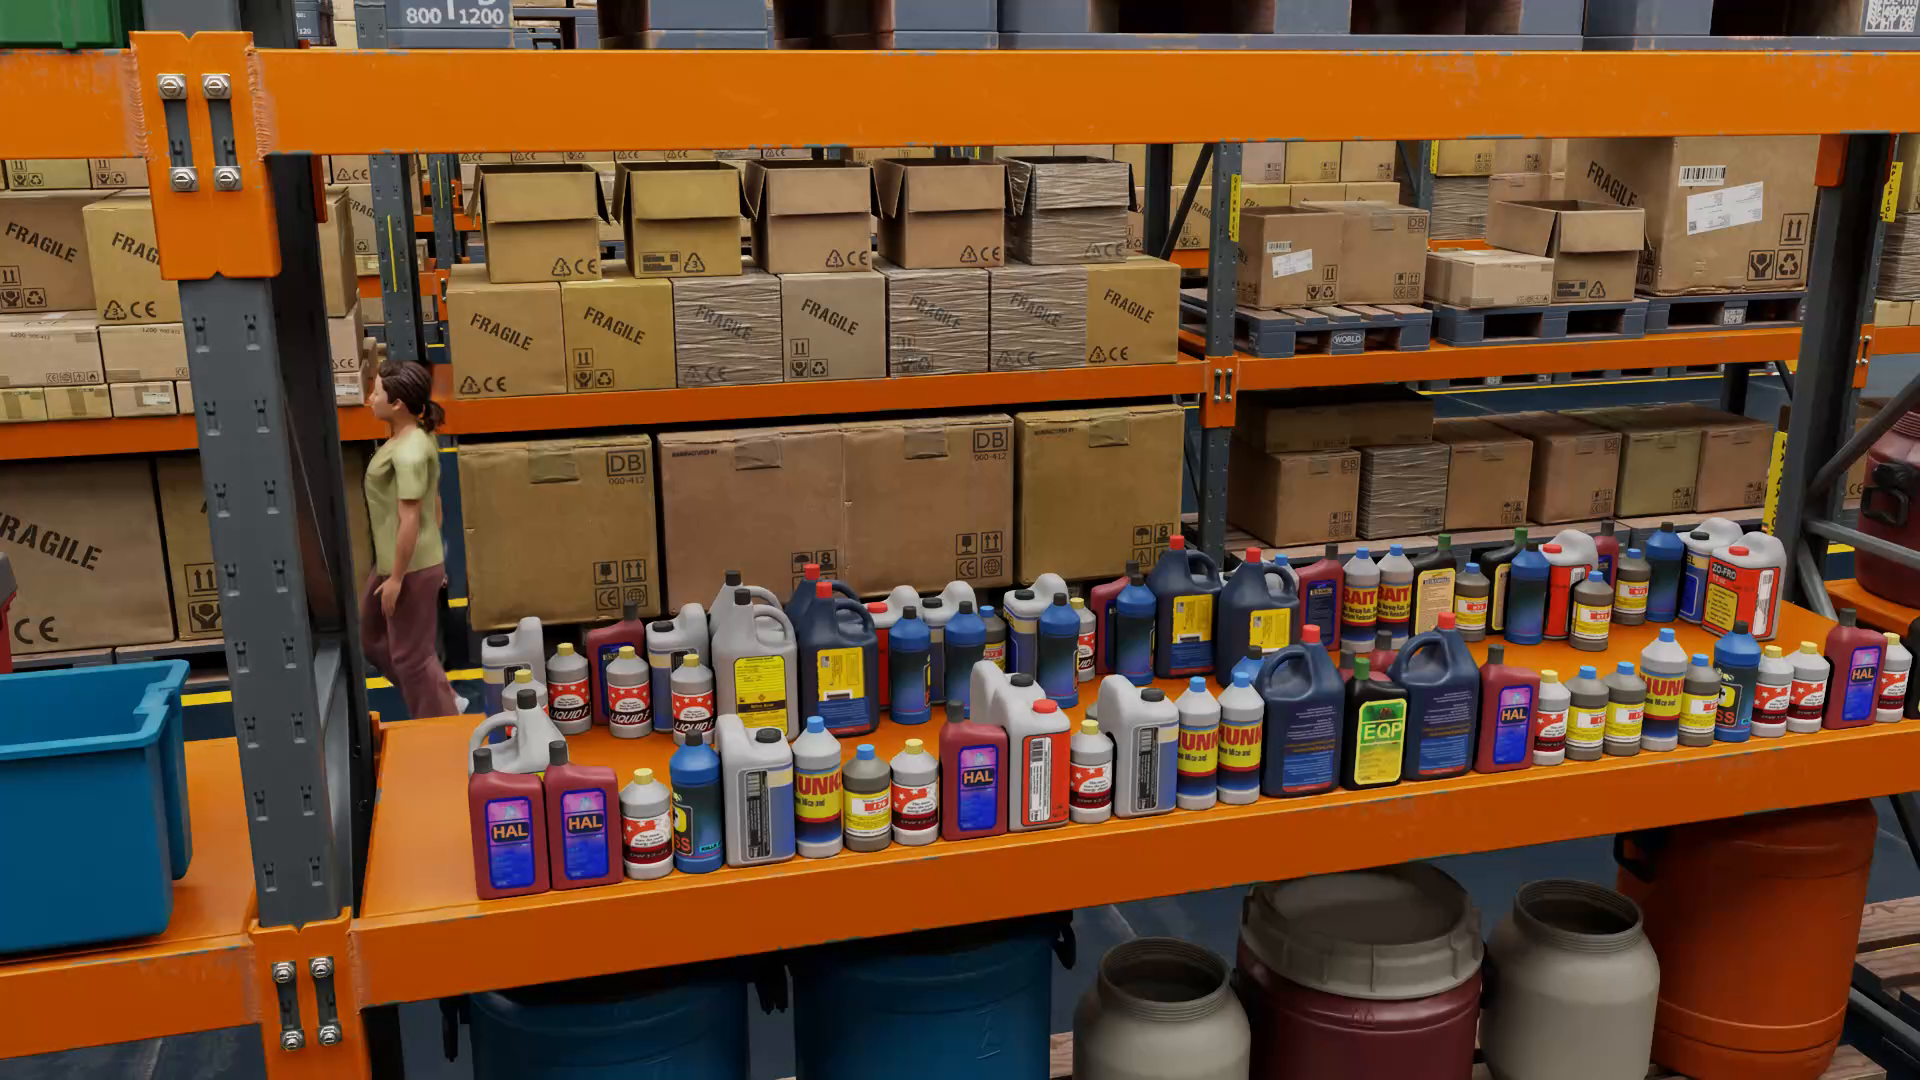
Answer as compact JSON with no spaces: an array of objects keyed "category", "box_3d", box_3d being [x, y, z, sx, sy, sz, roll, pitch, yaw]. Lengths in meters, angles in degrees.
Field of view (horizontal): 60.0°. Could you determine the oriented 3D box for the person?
[{"category":"person","box_3d":[-2.197,0.118,6.544,0.457,1.670,0.452,-4,17,-15]}]
